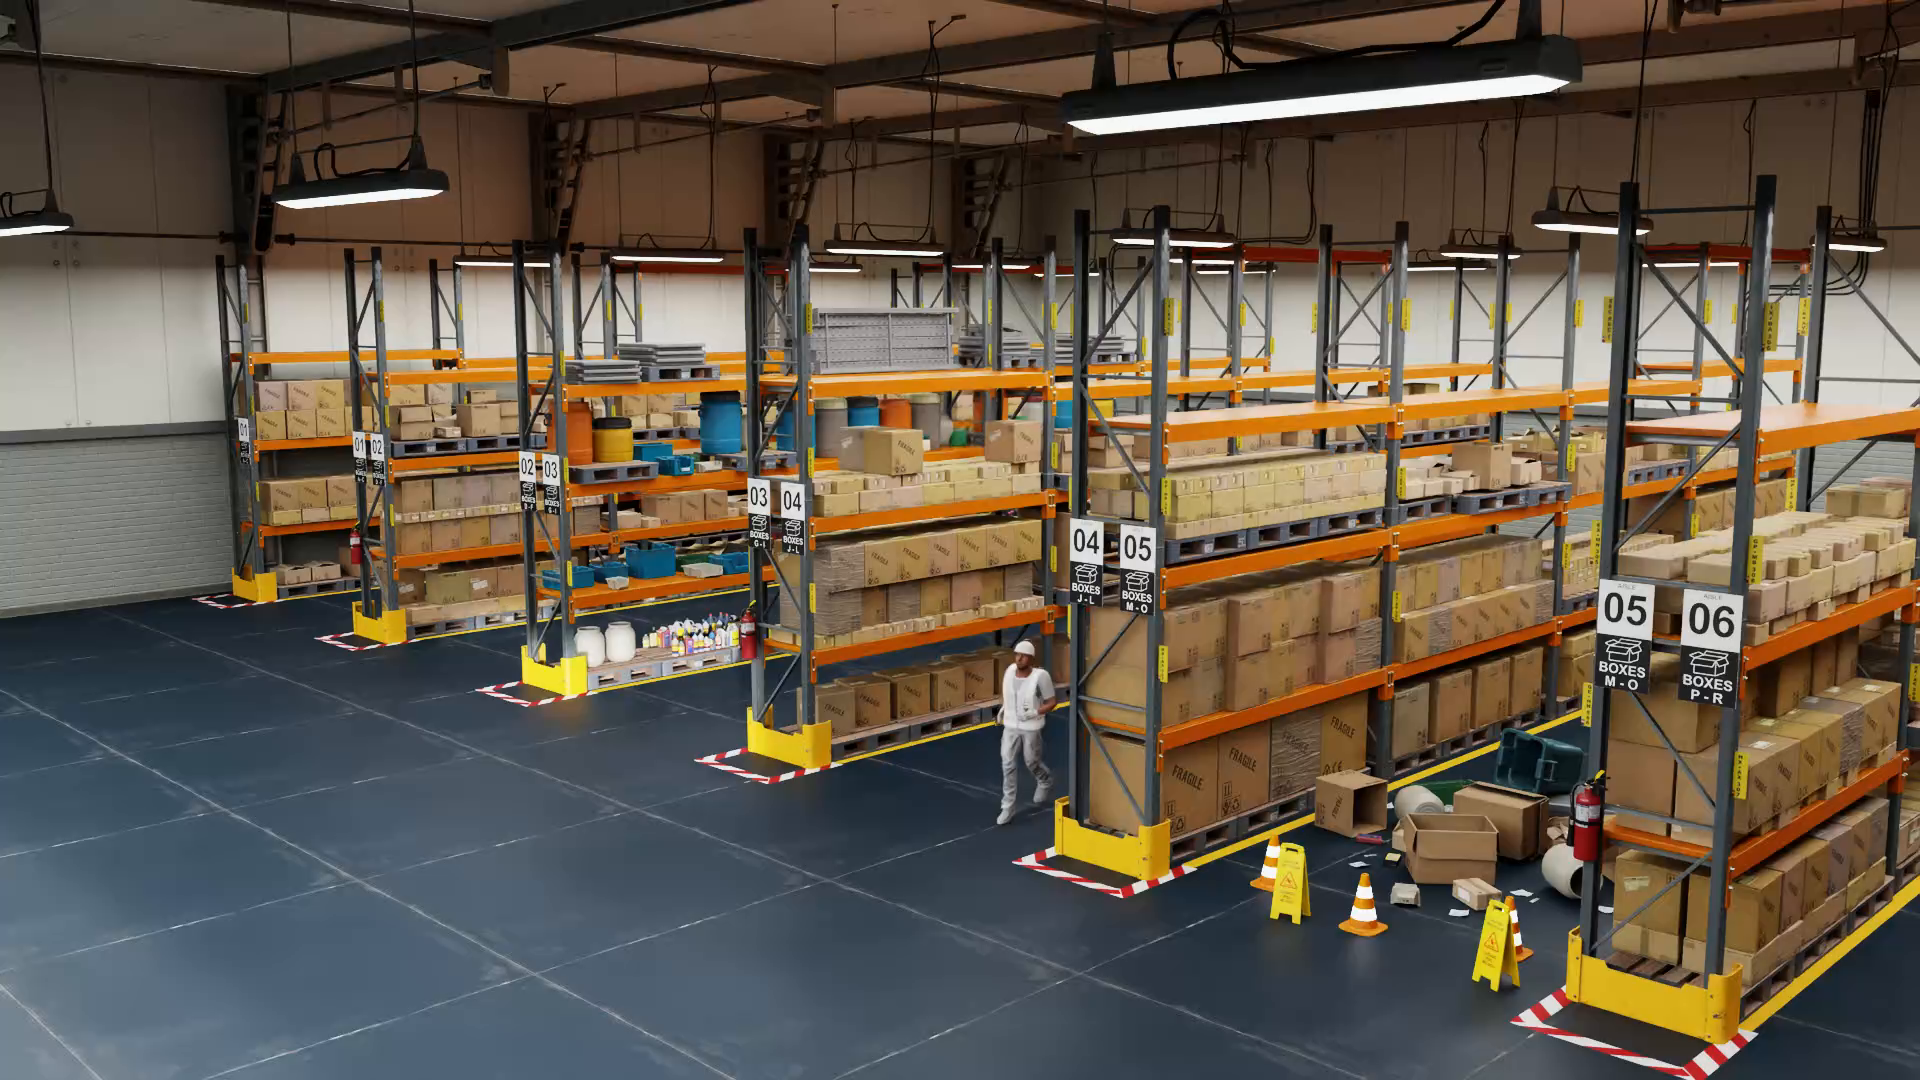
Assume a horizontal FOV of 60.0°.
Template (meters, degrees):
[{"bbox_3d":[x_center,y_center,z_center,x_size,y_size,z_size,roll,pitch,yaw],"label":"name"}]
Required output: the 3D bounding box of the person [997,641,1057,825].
[{"bbox_3d":[0.663,1.899,16.836,0.686,1.792,0.956,4,9,27],"label":"person"}]
